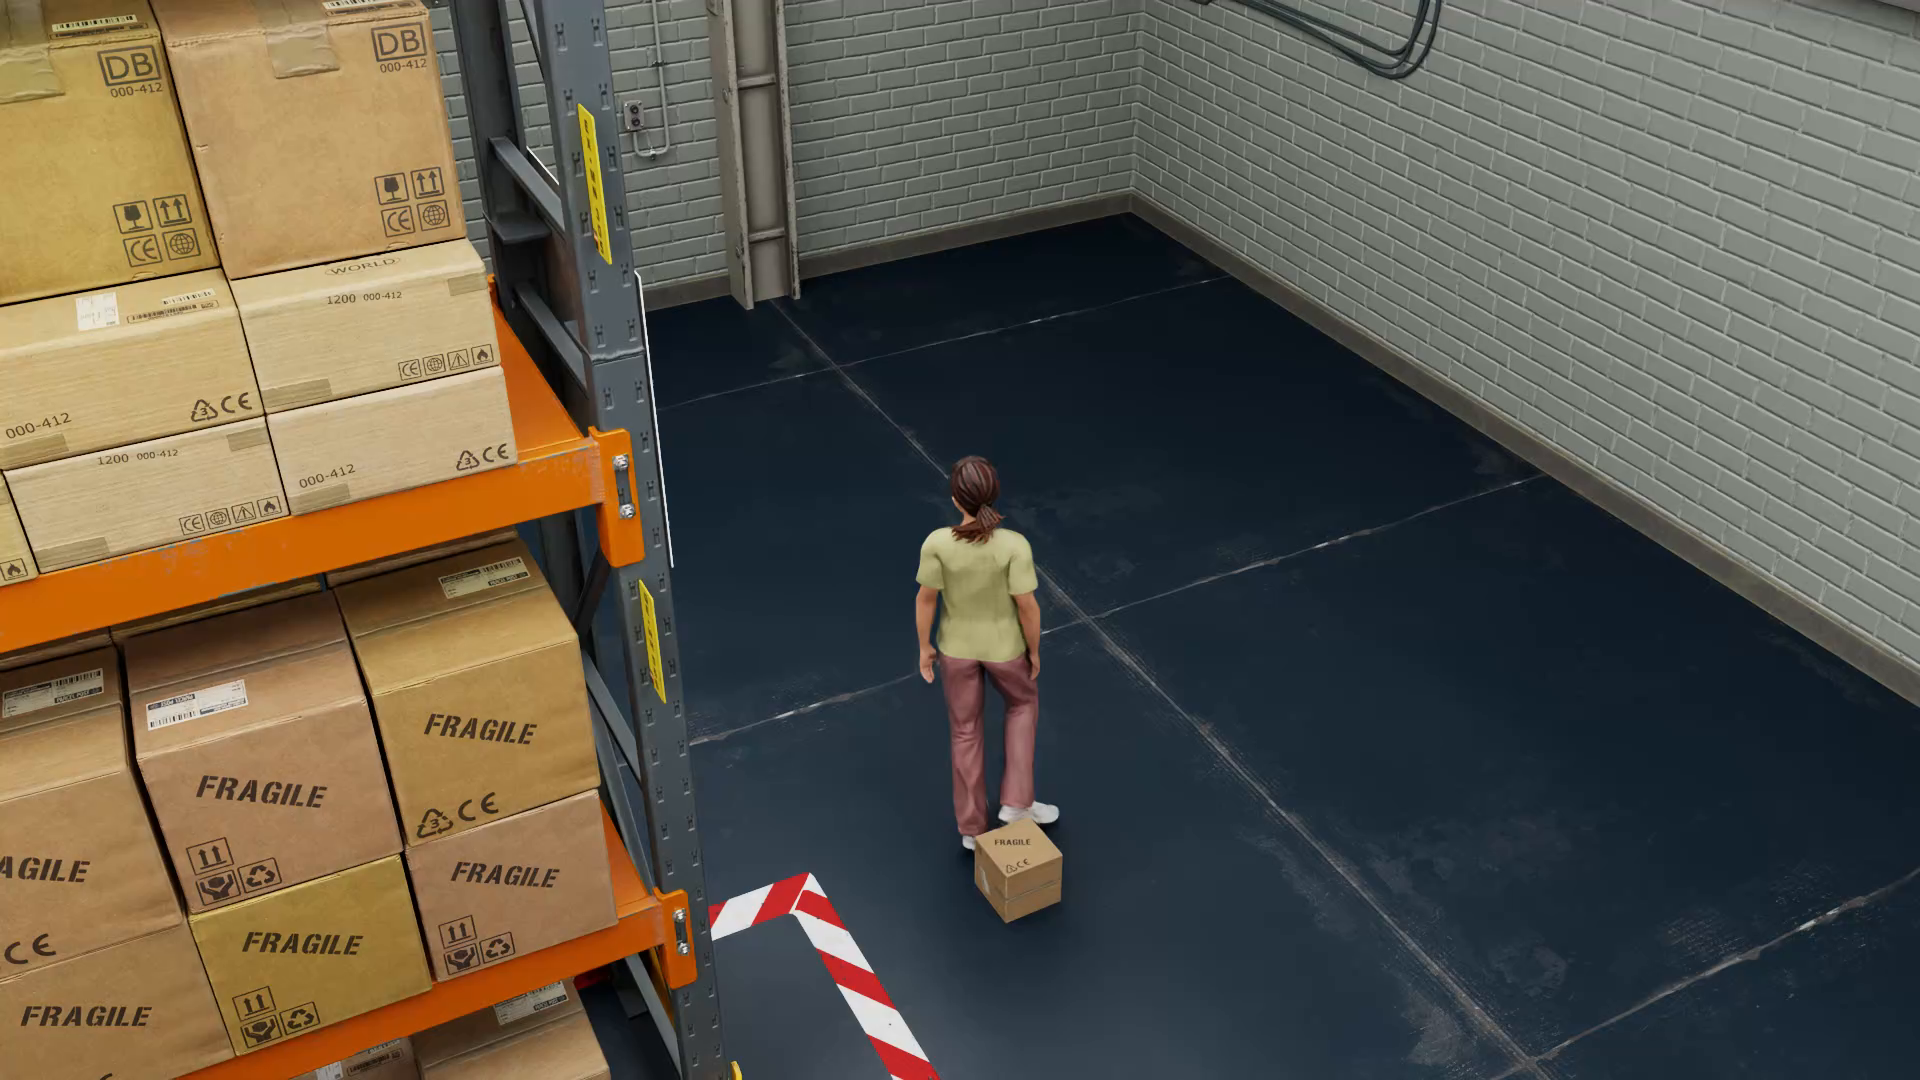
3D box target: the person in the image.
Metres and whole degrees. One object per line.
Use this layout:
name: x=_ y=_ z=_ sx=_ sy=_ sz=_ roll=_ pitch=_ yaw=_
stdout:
person: x=0.118 y=0.444 z=6.421 sx=0.576 sy=1.661 sz=0.447 roll=3 pitch=33 yaw=4
